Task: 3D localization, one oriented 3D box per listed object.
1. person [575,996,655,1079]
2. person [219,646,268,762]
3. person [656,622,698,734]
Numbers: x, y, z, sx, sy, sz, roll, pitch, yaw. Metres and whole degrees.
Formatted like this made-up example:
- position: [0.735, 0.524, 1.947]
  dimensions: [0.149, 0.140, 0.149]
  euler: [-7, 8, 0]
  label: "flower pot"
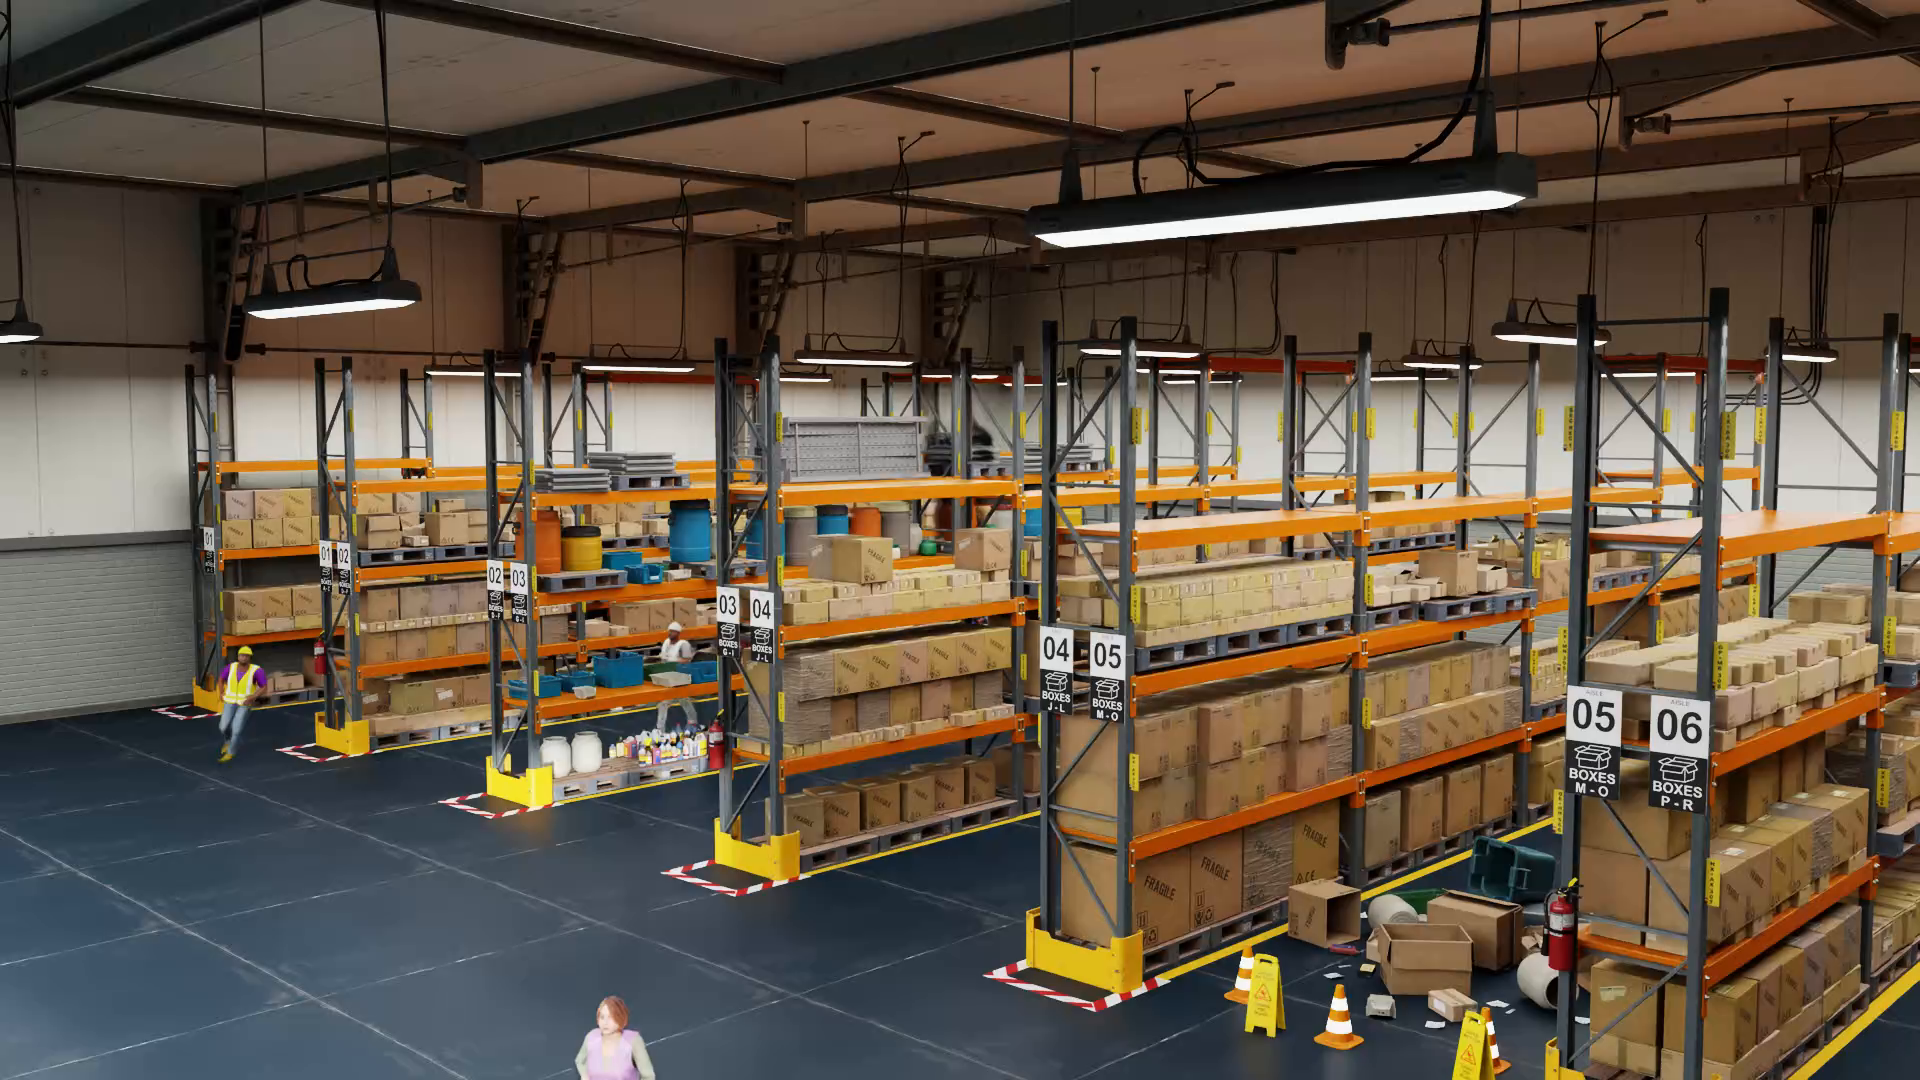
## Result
- position: [-2.135, 3.587, 10.257]
  dimensions: [0.512, 1.578, 0.631]
  euler: [0, 4, -5]
  label: "person"
- position: [-10.674, 2.434, 24.725]
  dimensions: [0.731, 1.724, 0.530]
  euler: [-1, 4, -8]
  label: "person"
- position: [-4.563, 2.220, 26.578]
  dimensions: [0.671, 1.818, 0.897]
  euler: [2, 5, 29]
  label: "person"
